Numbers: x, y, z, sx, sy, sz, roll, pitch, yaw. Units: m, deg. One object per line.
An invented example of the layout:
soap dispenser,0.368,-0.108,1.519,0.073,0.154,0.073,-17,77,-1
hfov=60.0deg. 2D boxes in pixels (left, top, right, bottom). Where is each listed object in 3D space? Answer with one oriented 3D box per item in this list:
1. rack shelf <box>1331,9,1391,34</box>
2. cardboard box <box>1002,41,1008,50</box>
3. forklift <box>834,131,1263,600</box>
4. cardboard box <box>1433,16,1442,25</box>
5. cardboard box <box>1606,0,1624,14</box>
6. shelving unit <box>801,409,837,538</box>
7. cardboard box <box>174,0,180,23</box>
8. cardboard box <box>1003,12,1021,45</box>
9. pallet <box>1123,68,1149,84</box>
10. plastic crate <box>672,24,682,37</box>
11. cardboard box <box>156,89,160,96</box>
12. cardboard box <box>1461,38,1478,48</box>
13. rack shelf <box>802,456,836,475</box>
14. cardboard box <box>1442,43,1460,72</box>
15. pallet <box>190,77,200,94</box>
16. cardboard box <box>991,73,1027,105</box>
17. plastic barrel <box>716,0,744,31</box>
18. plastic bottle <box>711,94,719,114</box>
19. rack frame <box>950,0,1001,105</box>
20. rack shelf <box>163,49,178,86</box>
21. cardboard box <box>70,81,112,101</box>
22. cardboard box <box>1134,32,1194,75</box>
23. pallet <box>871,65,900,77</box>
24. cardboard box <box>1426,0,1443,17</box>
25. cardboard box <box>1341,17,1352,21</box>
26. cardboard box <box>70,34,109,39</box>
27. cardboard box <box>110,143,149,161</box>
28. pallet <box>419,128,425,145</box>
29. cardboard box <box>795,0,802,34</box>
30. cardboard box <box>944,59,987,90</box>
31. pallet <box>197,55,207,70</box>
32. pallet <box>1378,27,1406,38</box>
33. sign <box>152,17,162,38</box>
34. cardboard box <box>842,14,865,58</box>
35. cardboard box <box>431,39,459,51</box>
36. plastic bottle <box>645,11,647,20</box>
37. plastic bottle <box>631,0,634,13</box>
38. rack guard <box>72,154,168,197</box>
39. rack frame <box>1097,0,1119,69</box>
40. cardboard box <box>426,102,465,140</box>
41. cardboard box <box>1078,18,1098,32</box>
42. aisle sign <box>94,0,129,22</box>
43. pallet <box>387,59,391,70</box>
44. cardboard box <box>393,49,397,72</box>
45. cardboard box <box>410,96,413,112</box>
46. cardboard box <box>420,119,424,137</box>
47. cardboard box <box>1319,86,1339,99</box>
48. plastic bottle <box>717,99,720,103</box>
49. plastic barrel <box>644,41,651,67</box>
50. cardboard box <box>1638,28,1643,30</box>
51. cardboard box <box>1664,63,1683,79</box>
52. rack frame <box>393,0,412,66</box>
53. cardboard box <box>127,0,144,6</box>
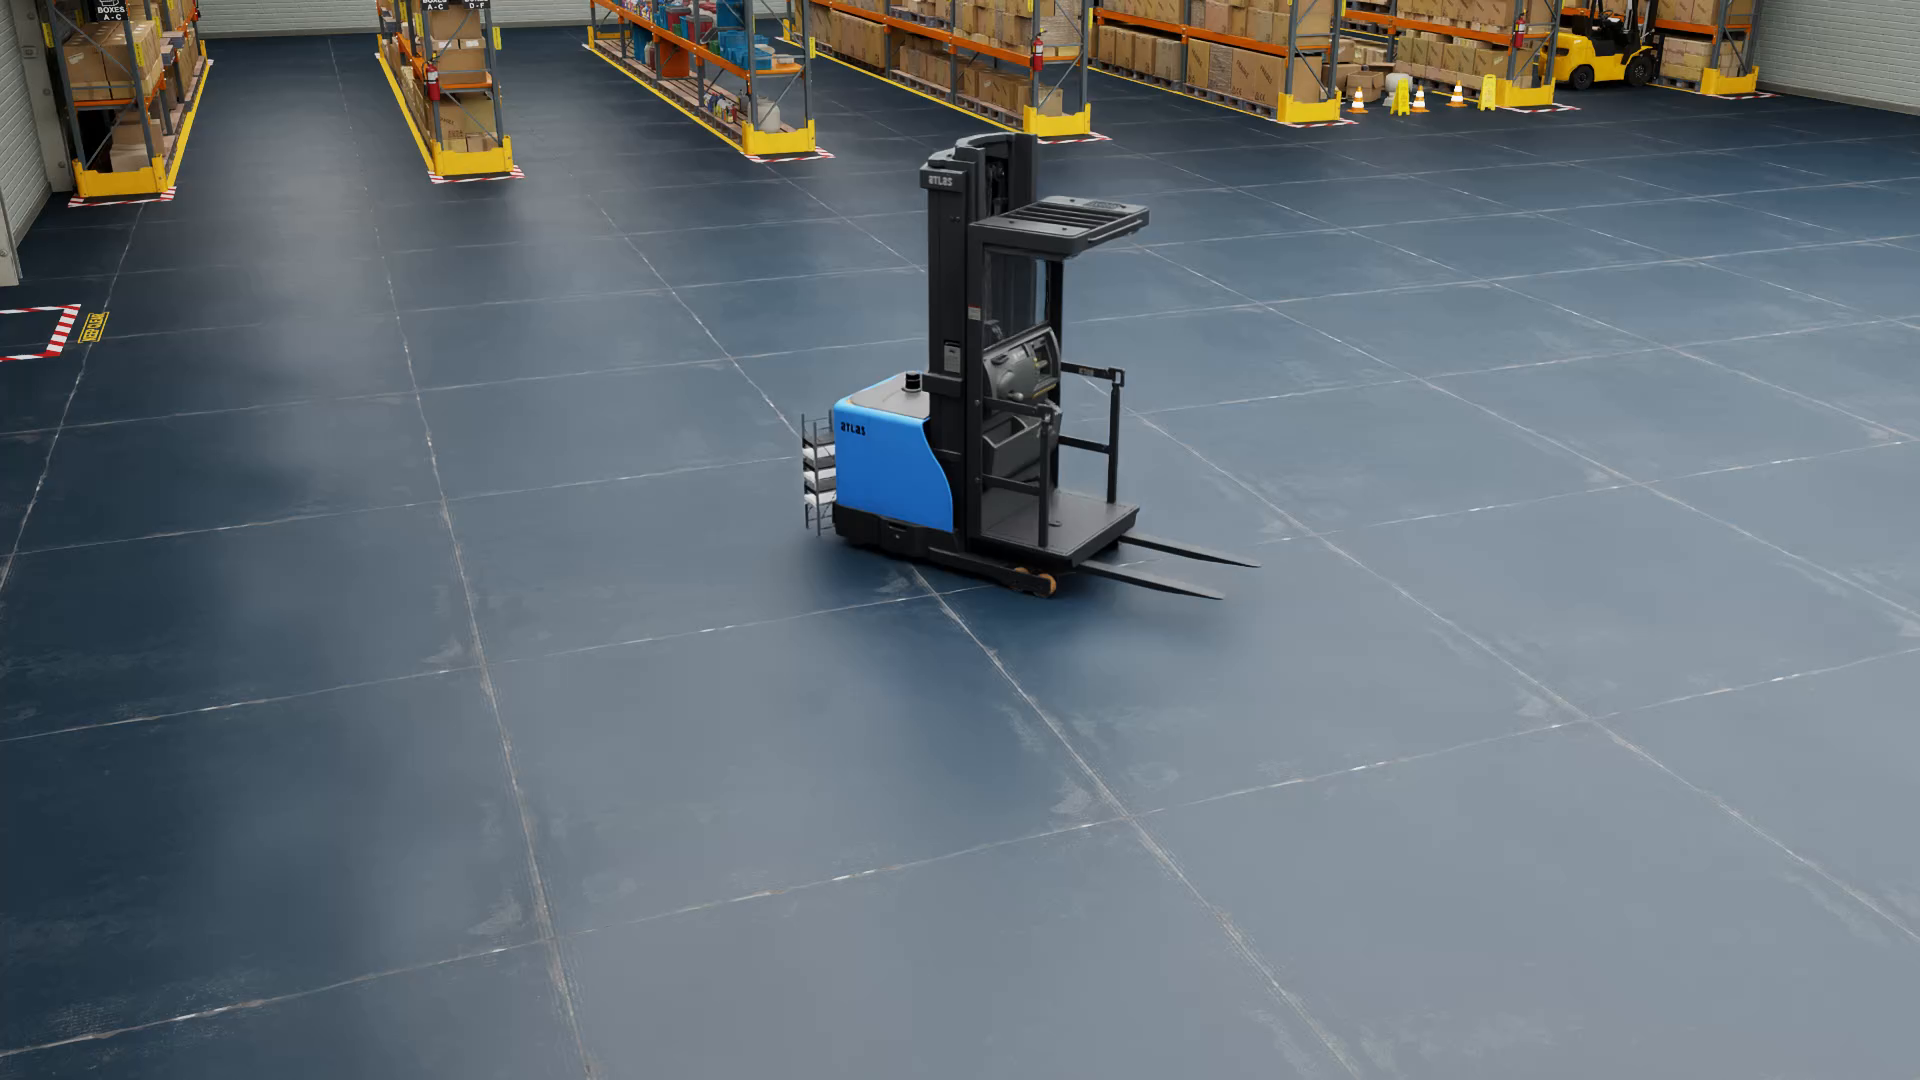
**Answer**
rack shelf,8.867,-11.678,37.021,1.077,0.370,4.000,-8,24,-19
cardboard box,0.965,-8.881,29.782,0.380,0.149,0.250,-8,24,-19
forklift,0.602,-1.190,11.299,3.031,2.935,1.130,14,27,30
cardboard box,9.828,-10.542,33.724,0.380,0.149,0.250,-8,24,-19
cardboard box,14.328,-11.627,35.845,0.500,0.500,0.500,-8,24,-18
shelving unit,-0.999,-0.490,12.252,0.258,0.900,0.210,-13,26,-28
cardboard box,-15.486,-10.302,32.292,0.500,0.500,0.500,-8,24,-17
cardboard box,1.258,-9.021,29.281,0.875,0.500,0.500,-8,24,-19
pallet,4.201,-9.996,35.694,1.003,0.211,1.213,-8,24,-19
plastic crate,-5.210,-9.740,31.769,0.450,0.188,0.662,-8,24,-19
cardboard box,-14.247,-7.572,29.005,0.700,0.500,0.500,-8,24,-18
cardboard box,10.181,-9.871,33.008,0.380,0.149,0.250,-8,24,-18
rack shelf,-0.999,-0.542,12.230,0.258,0.077,0.200,-13,26,-28
cardboard box,10.100,-9.730,33.507,0.500,0.500,0.500,-9,24,-20
pallet,-16.082,-9.236,33.891,1.003,0.211,1.213,-8,24,-19
cardboard box,0.909,-8.392,30.976,0.500,0.500,0.500,-11,25,-24
plastic barrel,-4.184,-9.656,30.653,0.600,0.901,0.708,-8,24,-19
plastic bottle,-4.367,-7.807,29.754,0.144,0.351,0.185,-9,25,-21
rack frame,0.303,-9.923,31.931,1.000,3.000,0.127,-8,24,-19
rack shelf,-14.306,-8.279,28.957,1.077,0.370,4.000,-8,24,-19
cardboard box,-12.533,-6.514,24.010,0.500,0.250,0.500,-8,24,-18
cardboard box,4.338,-10.288,35.153,1.050,0.750,0.750,-8,24,-19
pallet,-1.319,-10.388,36.625,1.003,0.211,1.213,-8,24,-19
cardboard box,9.833,-10.904,33.747,0.500,0.500,0.500,-9,24,-19
cardboard box,10.736,-14.438,45.322,0.700,0.500,0.500,-9,25,-21
cardboard box,-12.907,-7.230,24.743,0.500,0.500,0.500,-9,24,-20
cardboard box,-12.548,-5.865,25.199,0.500,0.311,0.500,-6,24,-15
pallet,-8.725,-6.985,28.552,1.003,0.211,1.213,-8,24,-19
cardboard box,-3.636,-13.276,42.081,0.875,0.875,0.875,-8,24,-19
cardboard box,0.106,-9.200,32.867,0.700,0.500,0.500,-10,25,-23
pallet,-17.483,-10.679,37.316,1.003,0.211,1.213,-8,24,-19
pallet,11.712,-13.296,43.525,1.003,0.211,1.213,-8,24,-19
sign,-13.094,-8.360,27.109,0.100,0.325,0.005,-8,24,-19
cardboard box,-1.962,-11.490,37.843,1.225,0.875,0.875,-9,25,-21
cardboard box,-7.867,-7.569,25.383,0.380,0.149,0.250,-9,24,-20
plastic bottle,-6.495,-10.928,34.571,0.097,0.201,0.097,0,23,0
plastic bottle,-7.023,-11.536,35.918,0.152,0.276,0.135,-8,24,-19
rack guard,-12.213,-5.306,24.196,1.175,0.500,0.348,-8,24,-19
rack frame,3.565,-12.020,36.907,1.000,3.000,0.127,-8,24,-19
cardboard box,-8.021,-6.538,25.933,0.500,0.500,0.500,-8,24,-19
cardboard box,2.890,-11.802,38.101,0.500,0.250,0.500,-8,24,-18
aisle sign,-11.880,-7.644,23.176,0.394,0.787,0.004,-8,24,-19
pallet,-12.469,-10.880,37.793,1.003,0.211,1.213,-8,24,-19
cardboard box,-11.651,-10.121,35.053,0.500,0.500,0.500,-8,24,-18
cardboard box,-9.742,-7.972,30.302,0.500,0.250,0.500,-8,24,-18
cardboard box,-8.743,-6.917,27.798,0.500,0.250,0.500,-8,24,-19
cardboard box,7.309,-8.935,33.107,0.396,0.266,0.258,-4,23,-10
plastic bottle,-4.280,-7.722,29.655,0.097,0.271,0.097,0,23,0
plastic barrel,-6.615,-10.523,36.016,0.421,0.512,0.421,0,23,0
cardboard box,14.764,-11.018,36.241,0.500,0.250,0.500,-9,24,-20
cardboard box,15.001,-9.747,34.514,0.500,0.250,0.500,-8,24,-19
rack frame,-10.379,-10.018,32.158,1.000,3.000,0.127,-8,24,-19
cardboard box,-14.735,-9.649,29.751,0.380,0.149,0.250,-13,26,-28
